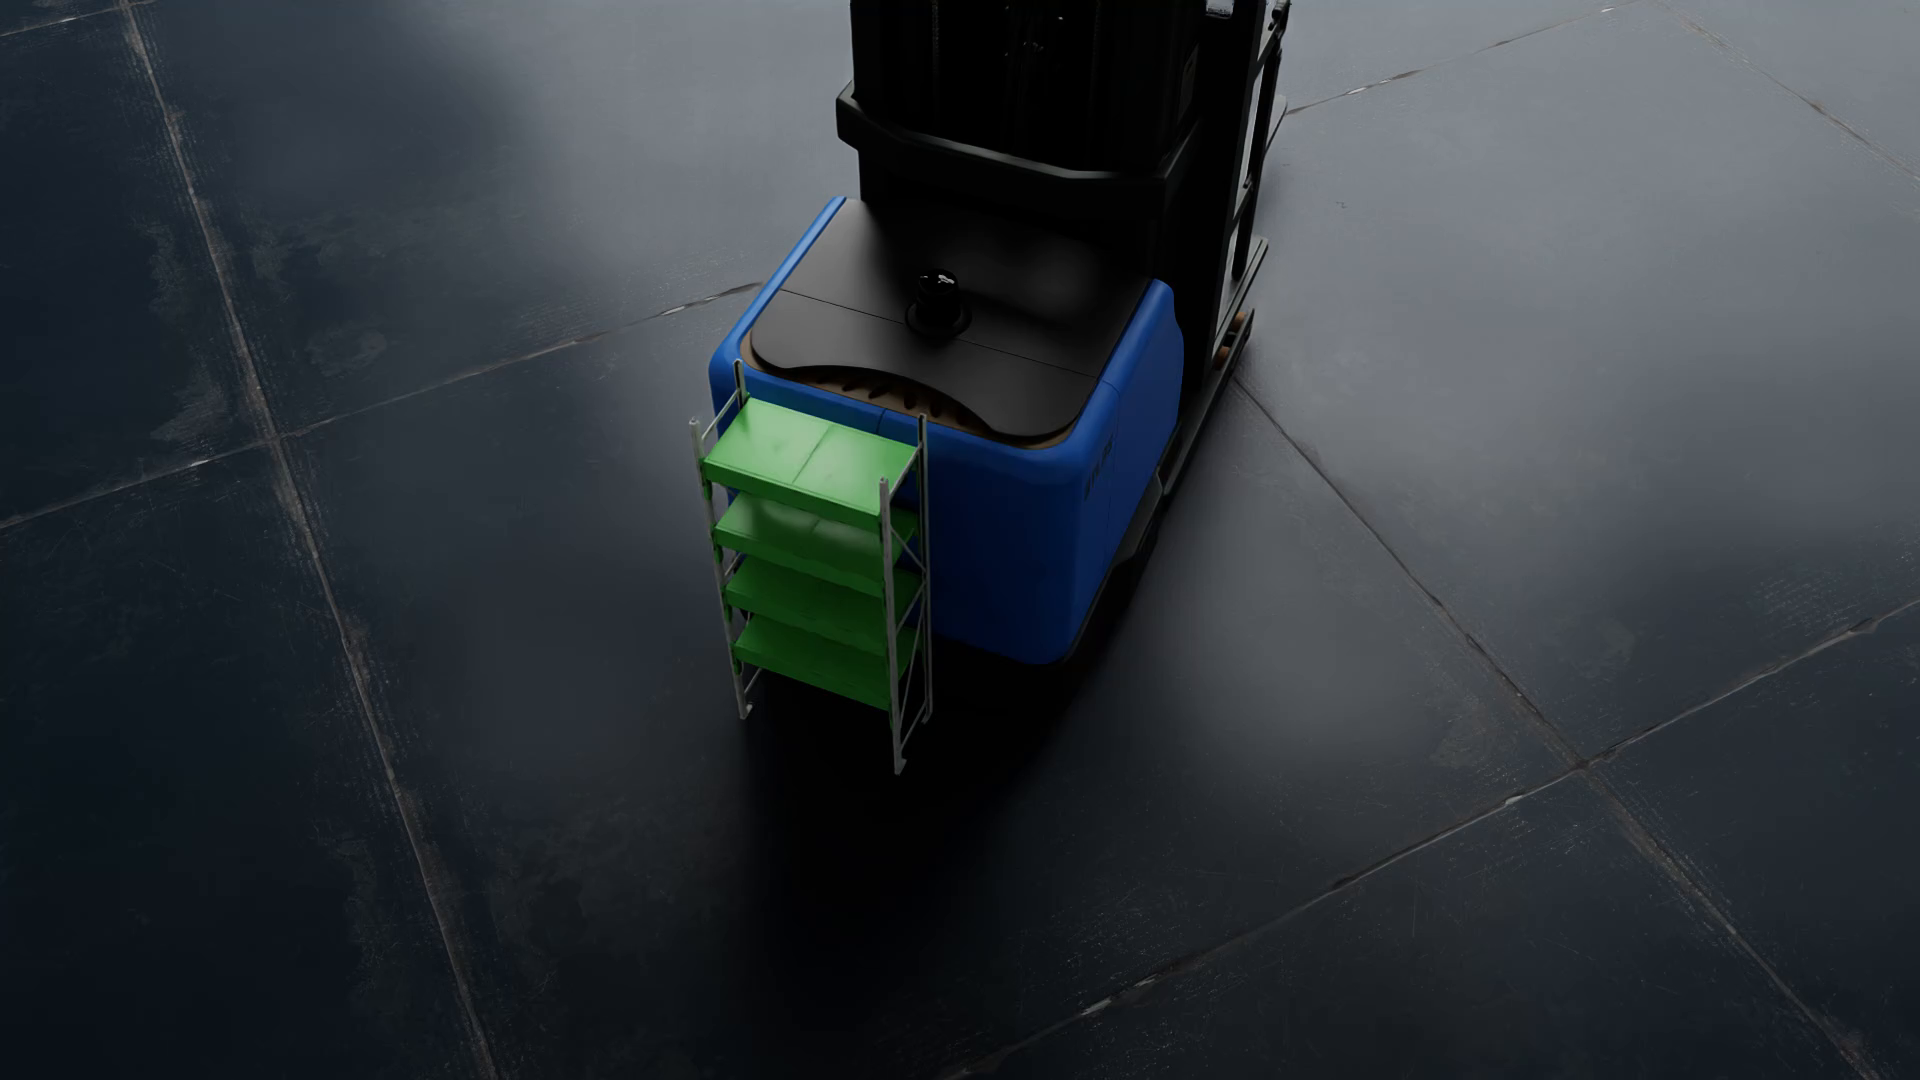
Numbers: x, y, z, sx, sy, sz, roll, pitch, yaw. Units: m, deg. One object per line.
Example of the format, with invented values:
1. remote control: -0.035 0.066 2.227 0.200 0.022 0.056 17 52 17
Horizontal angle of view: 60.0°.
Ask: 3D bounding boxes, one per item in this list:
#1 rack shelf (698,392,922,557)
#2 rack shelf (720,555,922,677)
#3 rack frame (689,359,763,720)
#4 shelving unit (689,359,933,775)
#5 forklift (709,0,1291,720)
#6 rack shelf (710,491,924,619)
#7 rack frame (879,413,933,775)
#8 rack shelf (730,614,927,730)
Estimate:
1. rack shelf: -0.357 -0.163 4.043 0.480 0.148 0.258 17 51 15
2. rack shelf: -0.356 0.153 4.404 0.480 0.148 0.258 17 51 15
3. rack frame: -0.582 0.040 4.418 0.015 1.200 0.240 17 51 15
4. shelving unit: -0.356 0.111 4.356 0.503 1.200 0.258 17 51 15
5. forklift: 0.374 -1.586 4.690 1.130 2.935 3.031 17 51 15
6. rack shelf: -0.356 -0.005 4.223 0.480 0.148 0.258 17 51 15
7. rack frame: -0.131 0.182 4.294 0.015 1.200 0.240 17 51 15
8. rack shelf: -0.356 0.311 4.585 0.480 0.148 0.258 17 51 15
